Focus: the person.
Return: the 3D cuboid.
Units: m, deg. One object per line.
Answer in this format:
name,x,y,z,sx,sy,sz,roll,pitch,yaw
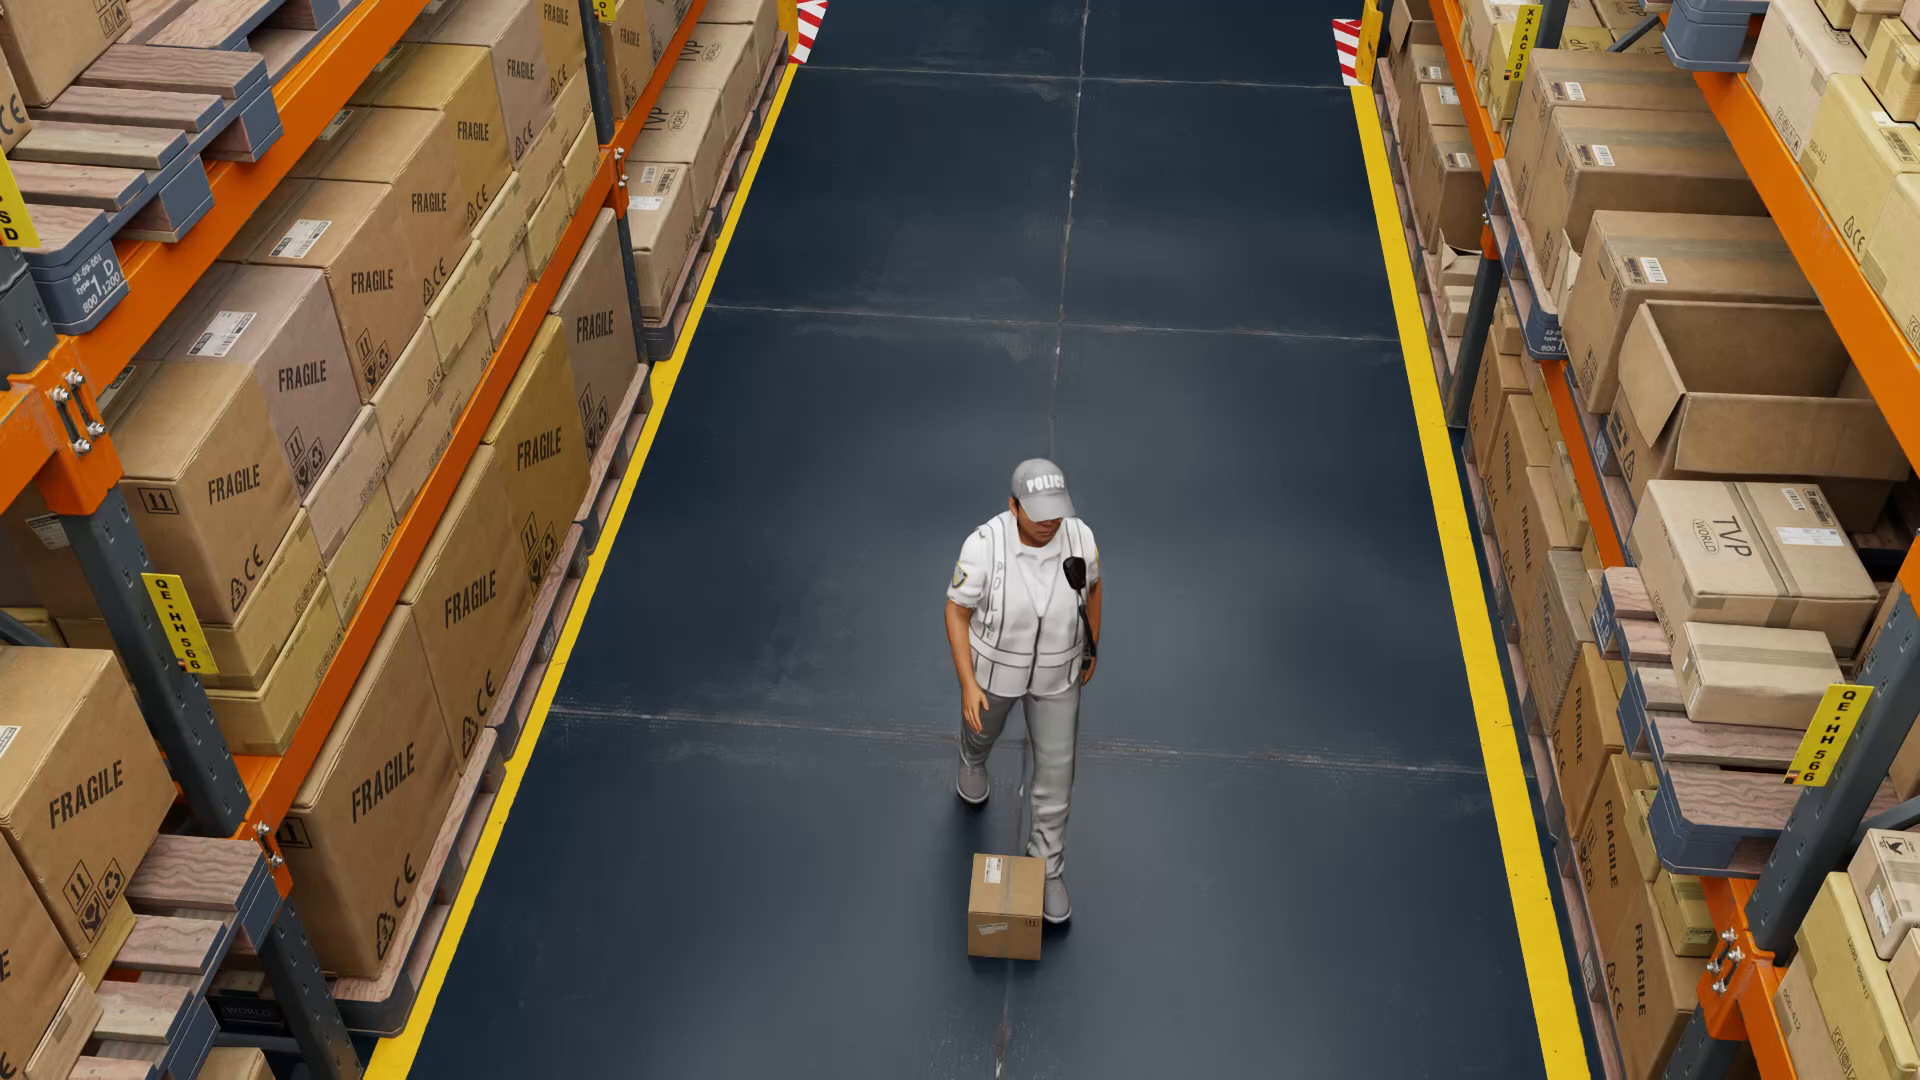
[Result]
person,0.223,0.471,5.607,0.540,1.628,0.883,-2,40,-2
